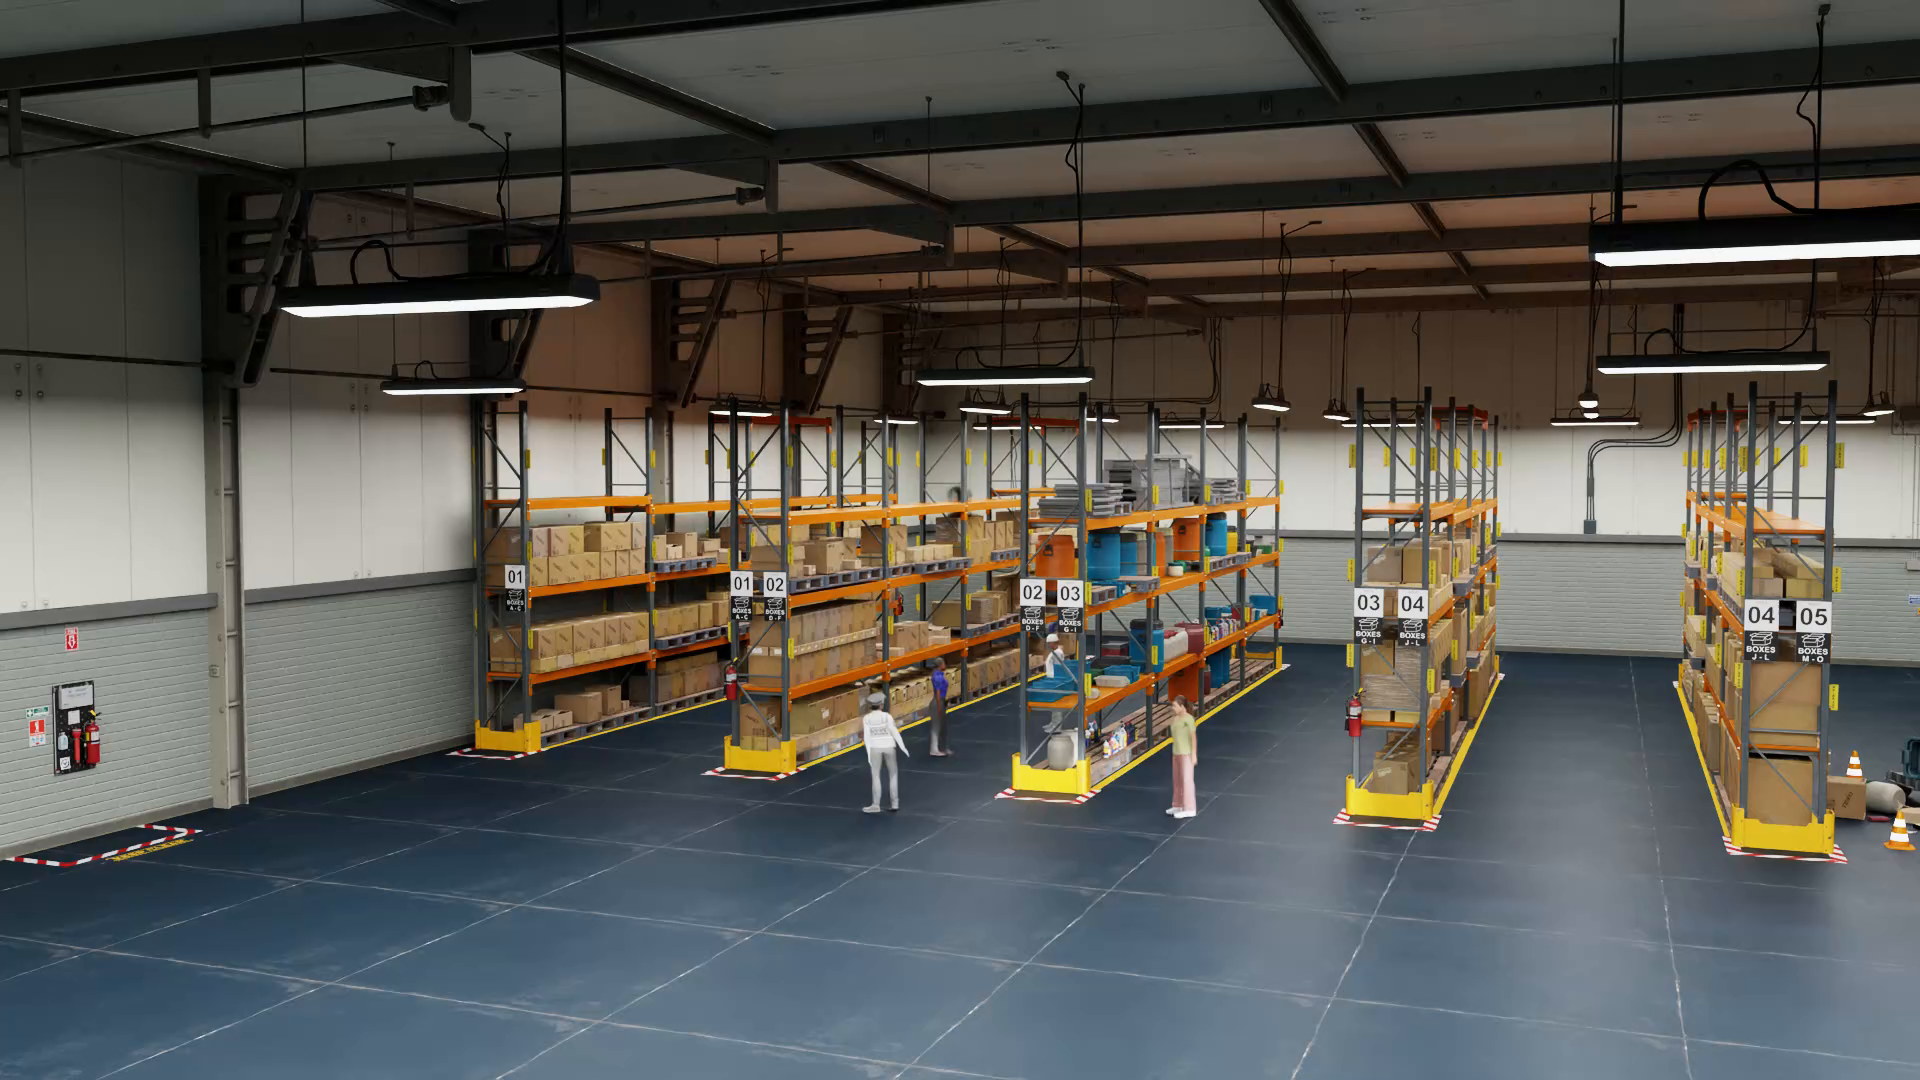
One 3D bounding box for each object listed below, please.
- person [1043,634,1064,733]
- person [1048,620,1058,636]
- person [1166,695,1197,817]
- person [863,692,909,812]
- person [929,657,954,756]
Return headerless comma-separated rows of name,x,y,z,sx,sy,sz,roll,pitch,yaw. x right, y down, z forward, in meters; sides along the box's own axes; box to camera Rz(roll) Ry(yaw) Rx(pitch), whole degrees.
person,1.729,2.619,30.575,0.414,1.781,0.626,0,3,3
person,2.616,2.040,44.299,0.500,1.593,0.997,2,3,30
person,3.103,3.028,23.339,0.387,1.672,0.557,-1,3,-21
person,-1.043,3.008,23.559,0.653,1.701,0.433,0,3,3
person,-0.304,2.825,28.085,0.433,1.690,0.509,0,3,0
